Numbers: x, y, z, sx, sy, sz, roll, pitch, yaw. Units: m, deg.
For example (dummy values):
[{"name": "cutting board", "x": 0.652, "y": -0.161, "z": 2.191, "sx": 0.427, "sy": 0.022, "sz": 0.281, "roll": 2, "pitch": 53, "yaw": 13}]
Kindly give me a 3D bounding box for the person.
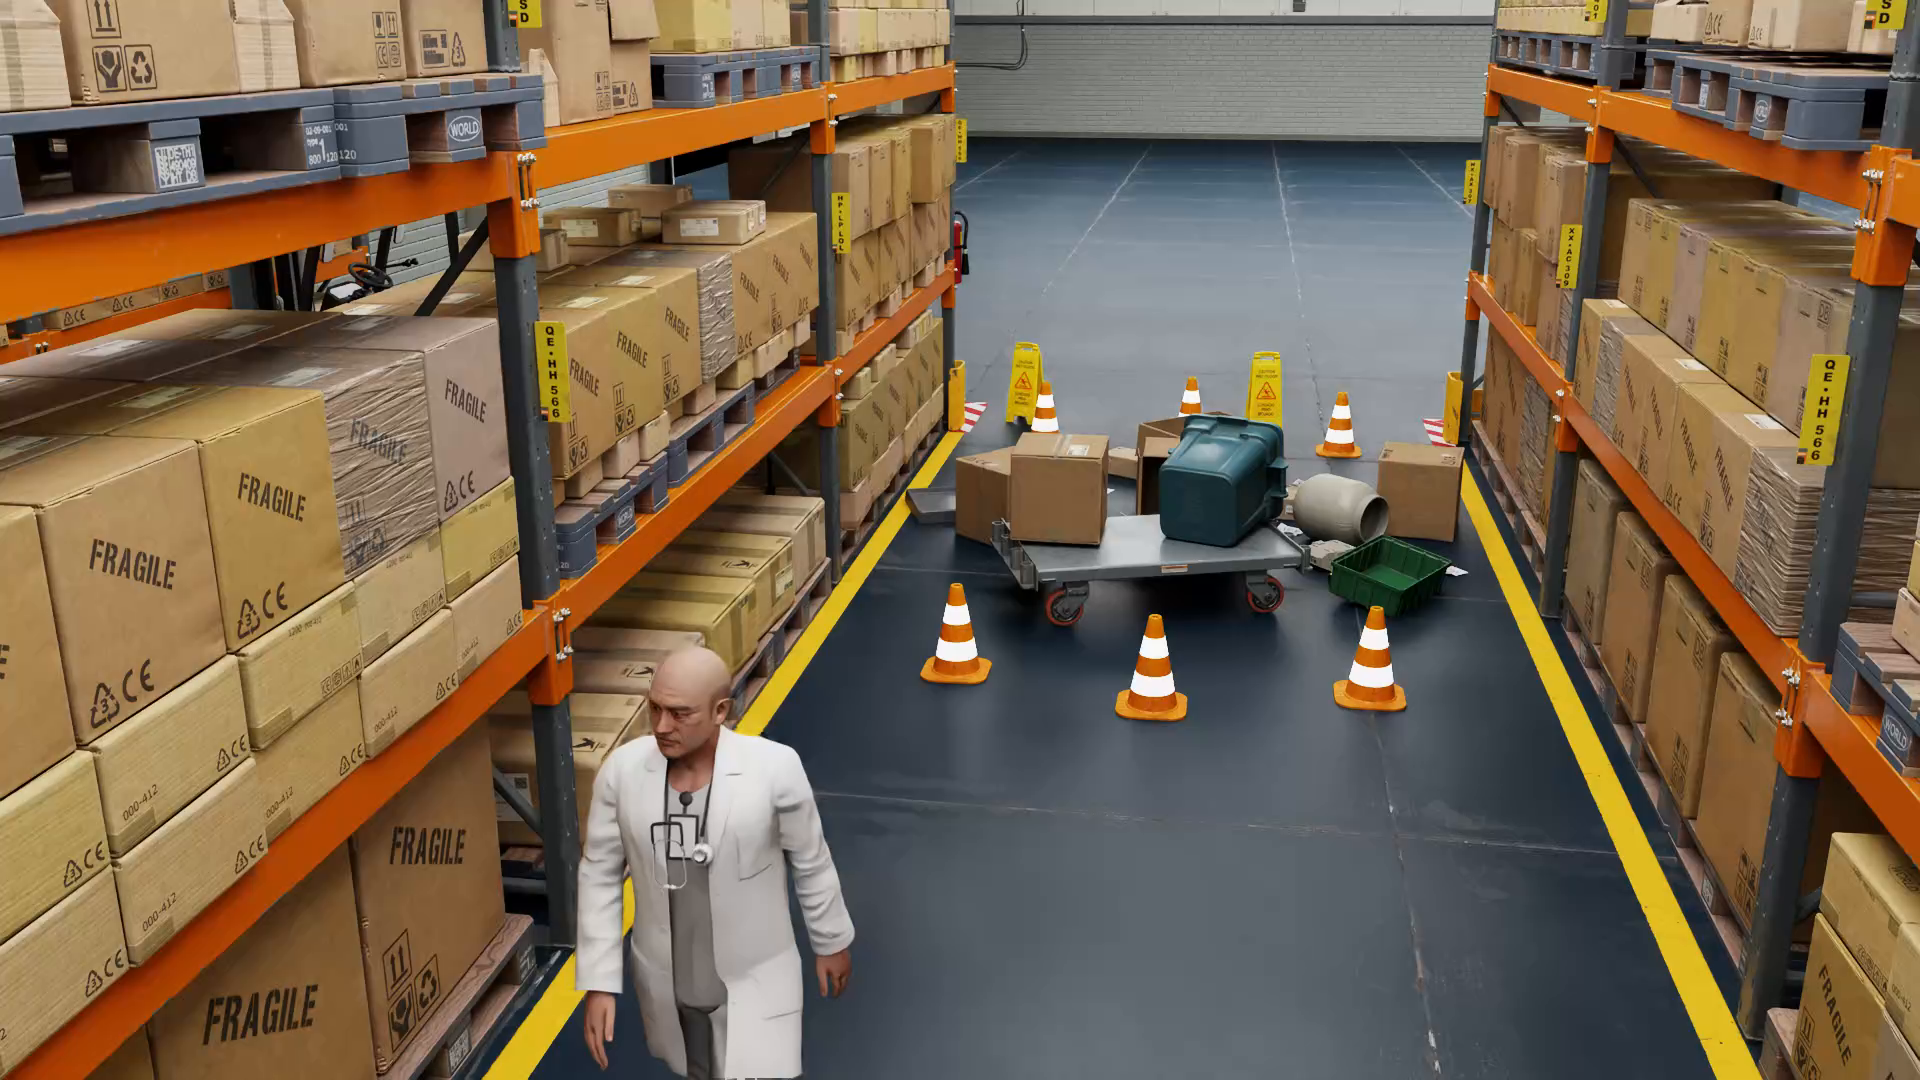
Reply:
[{"name": "person", "x": -0.629, "y": 1.084, "z": 4.124, "sx": 0.640, "sy": 1.724, "sz": 1.068, "roll": 4, "pitch": 18, "yaw": 12}]
